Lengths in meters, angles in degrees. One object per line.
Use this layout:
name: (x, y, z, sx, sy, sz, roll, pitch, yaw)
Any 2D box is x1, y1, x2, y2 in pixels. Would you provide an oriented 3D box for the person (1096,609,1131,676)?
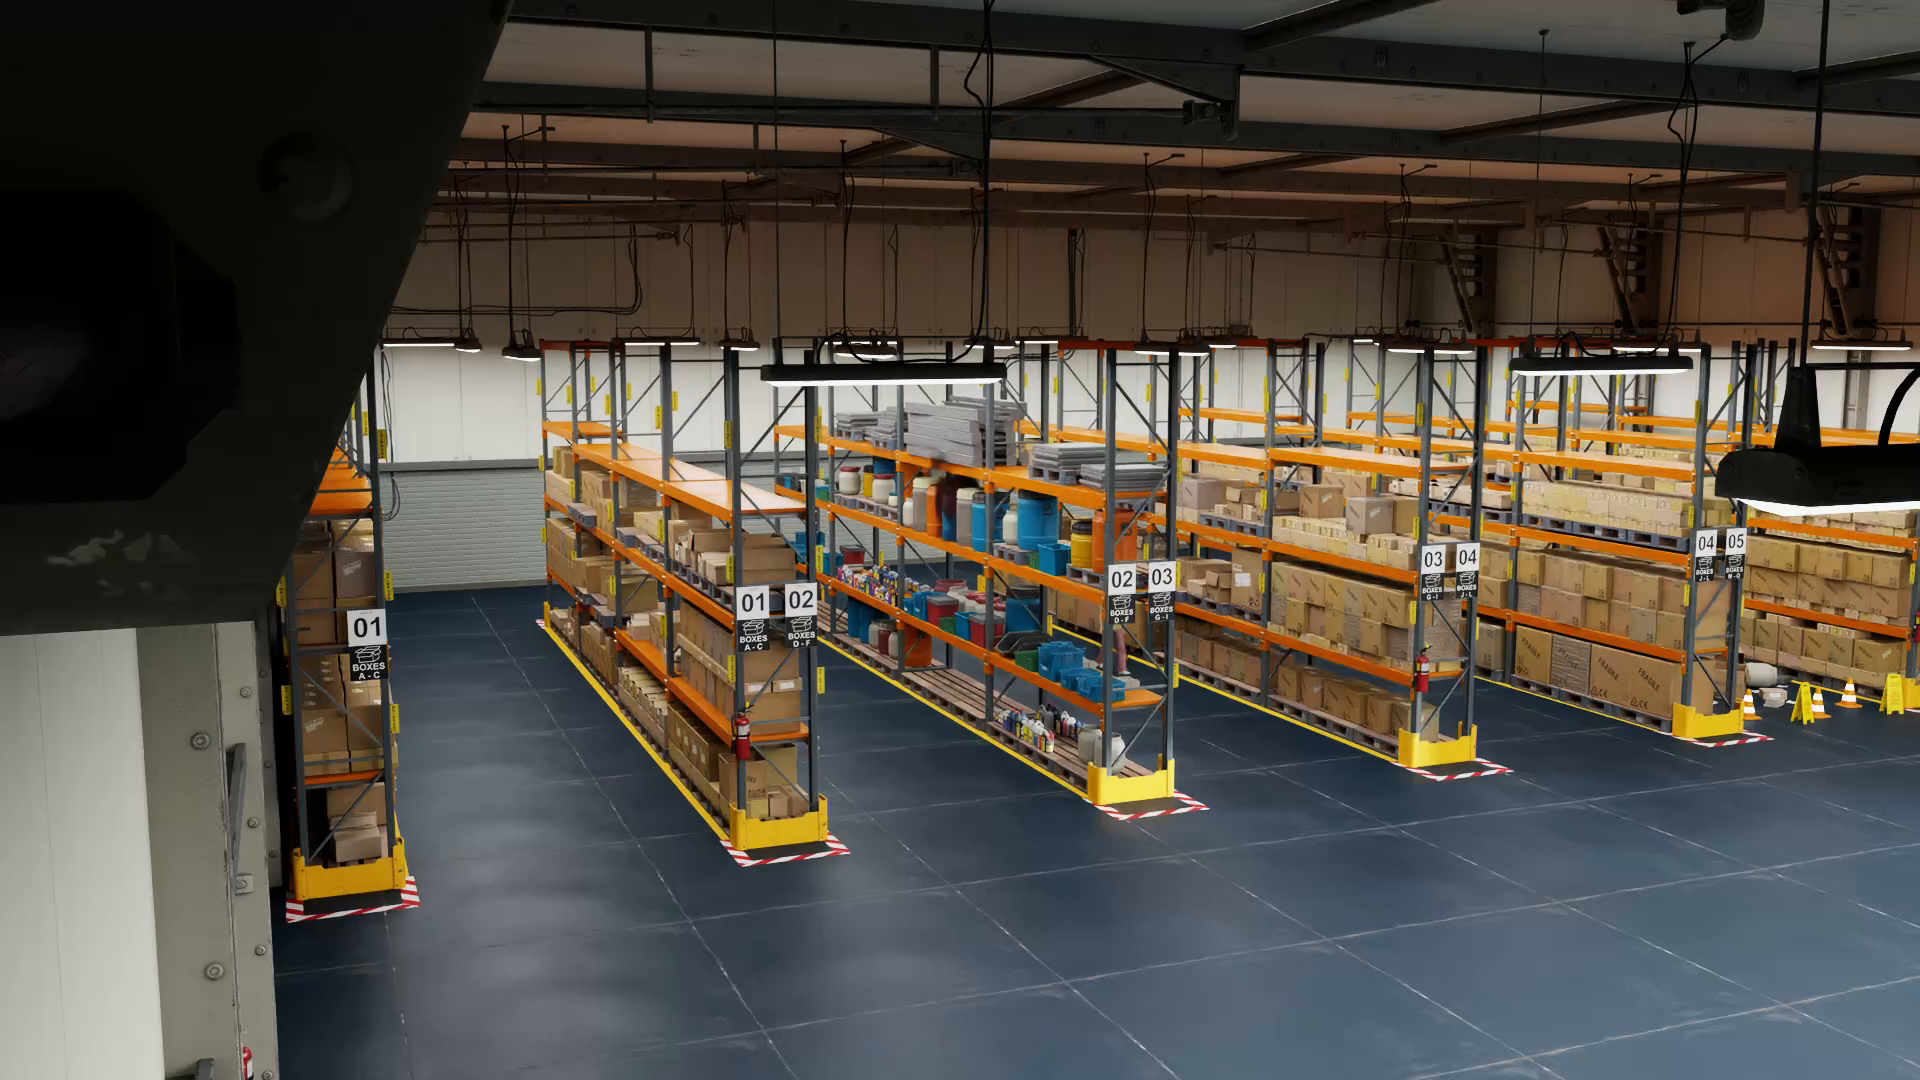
person: (2.780, 1.618, 30.110, 0.581, 1.621, 1.014, -2, 8, -18)

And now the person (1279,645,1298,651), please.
person: (6.468, 1.311, 32.367, 0.408, 1.665, 0.561, -1, 7, -7)

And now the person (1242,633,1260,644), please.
person: (5.777, 1.296, 32.457, 0.419, 1.640, 0.963, -3, 8, -23)
